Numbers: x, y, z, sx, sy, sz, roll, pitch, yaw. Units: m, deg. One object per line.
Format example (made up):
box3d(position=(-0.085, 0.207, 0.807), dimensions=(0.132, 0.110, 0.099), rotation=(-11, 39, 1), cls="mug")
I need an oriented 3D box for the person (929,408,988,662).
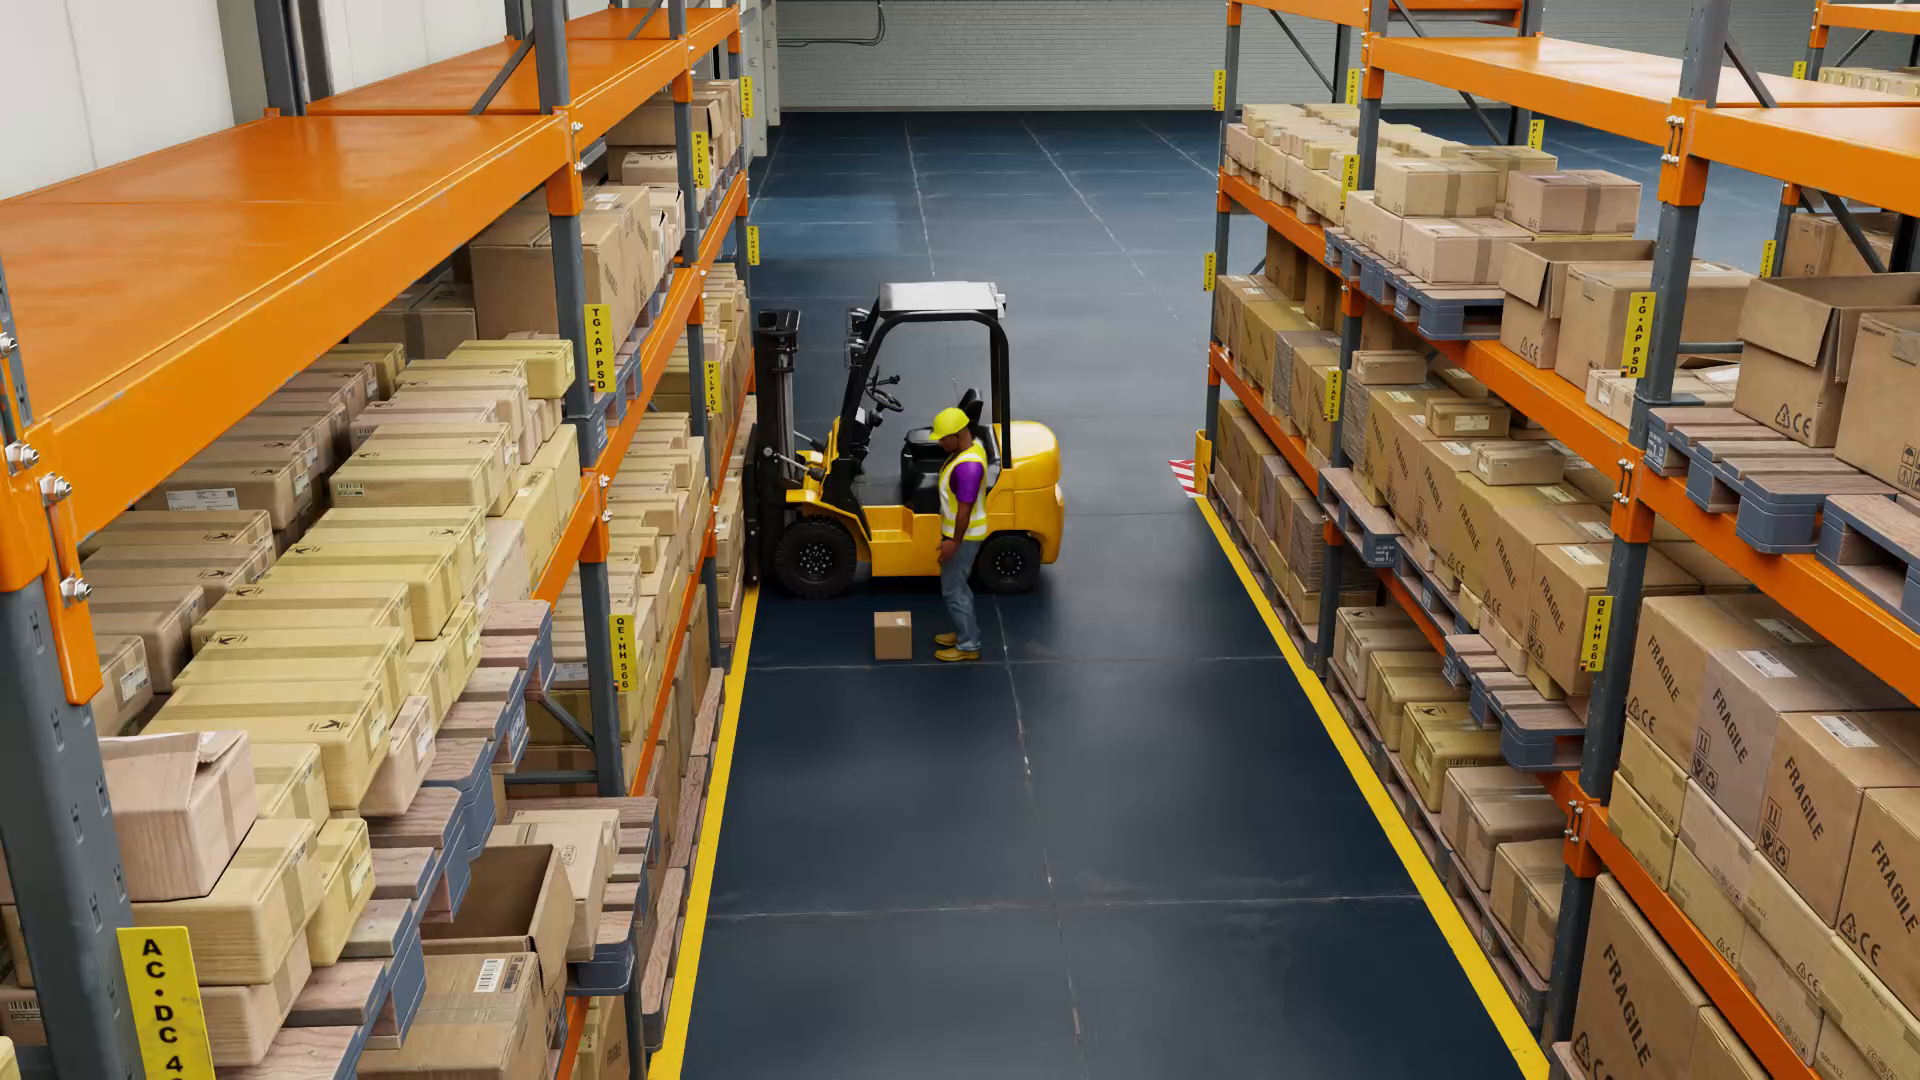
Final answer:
box3d(position=(-0.008, -0.044, 11.186), dimensions=(0.390, 1.747, 0.575), rotation=(-1, 20, -2), cls="person")
